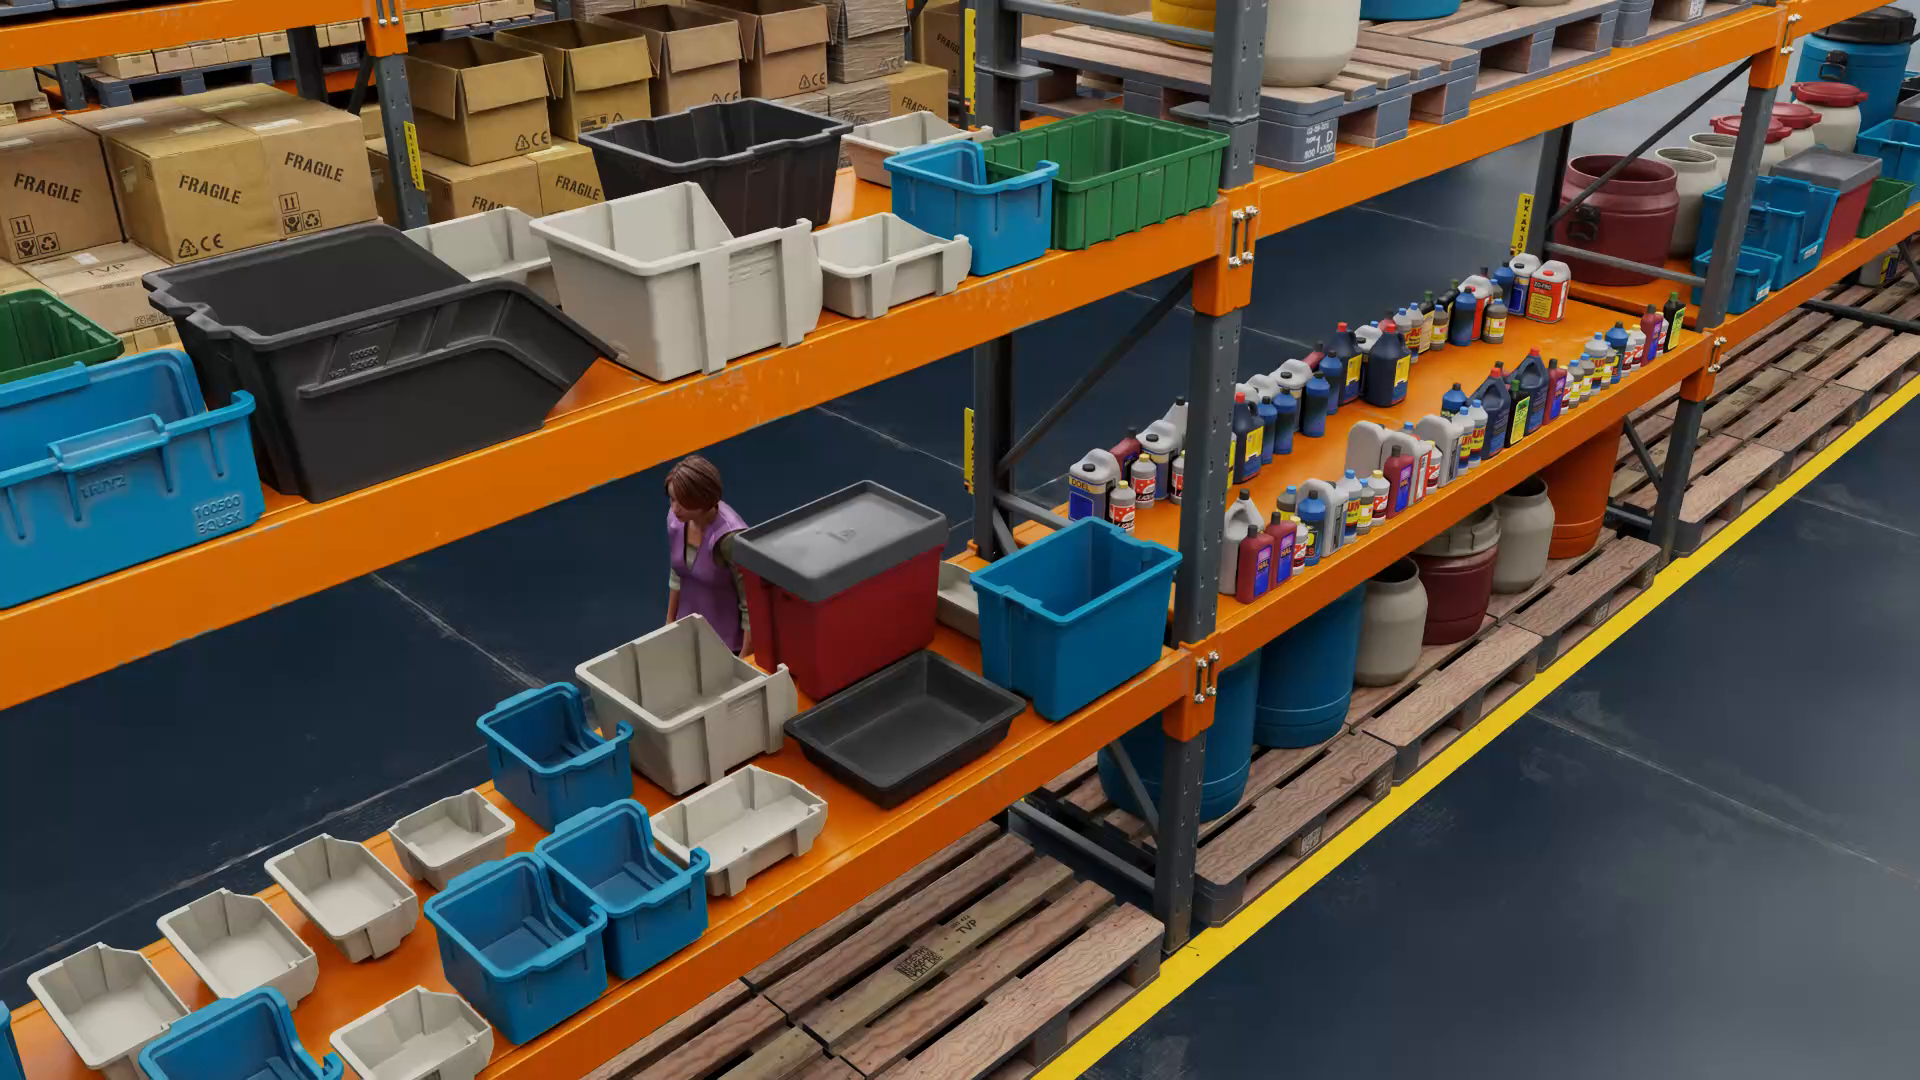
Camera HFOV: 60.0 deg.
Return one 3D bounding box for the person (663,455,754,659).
[{"bbox_3d":[-0.945,0.383,6.418,0.463,1.593,0.343,20,34,32],"label":"person"}]
